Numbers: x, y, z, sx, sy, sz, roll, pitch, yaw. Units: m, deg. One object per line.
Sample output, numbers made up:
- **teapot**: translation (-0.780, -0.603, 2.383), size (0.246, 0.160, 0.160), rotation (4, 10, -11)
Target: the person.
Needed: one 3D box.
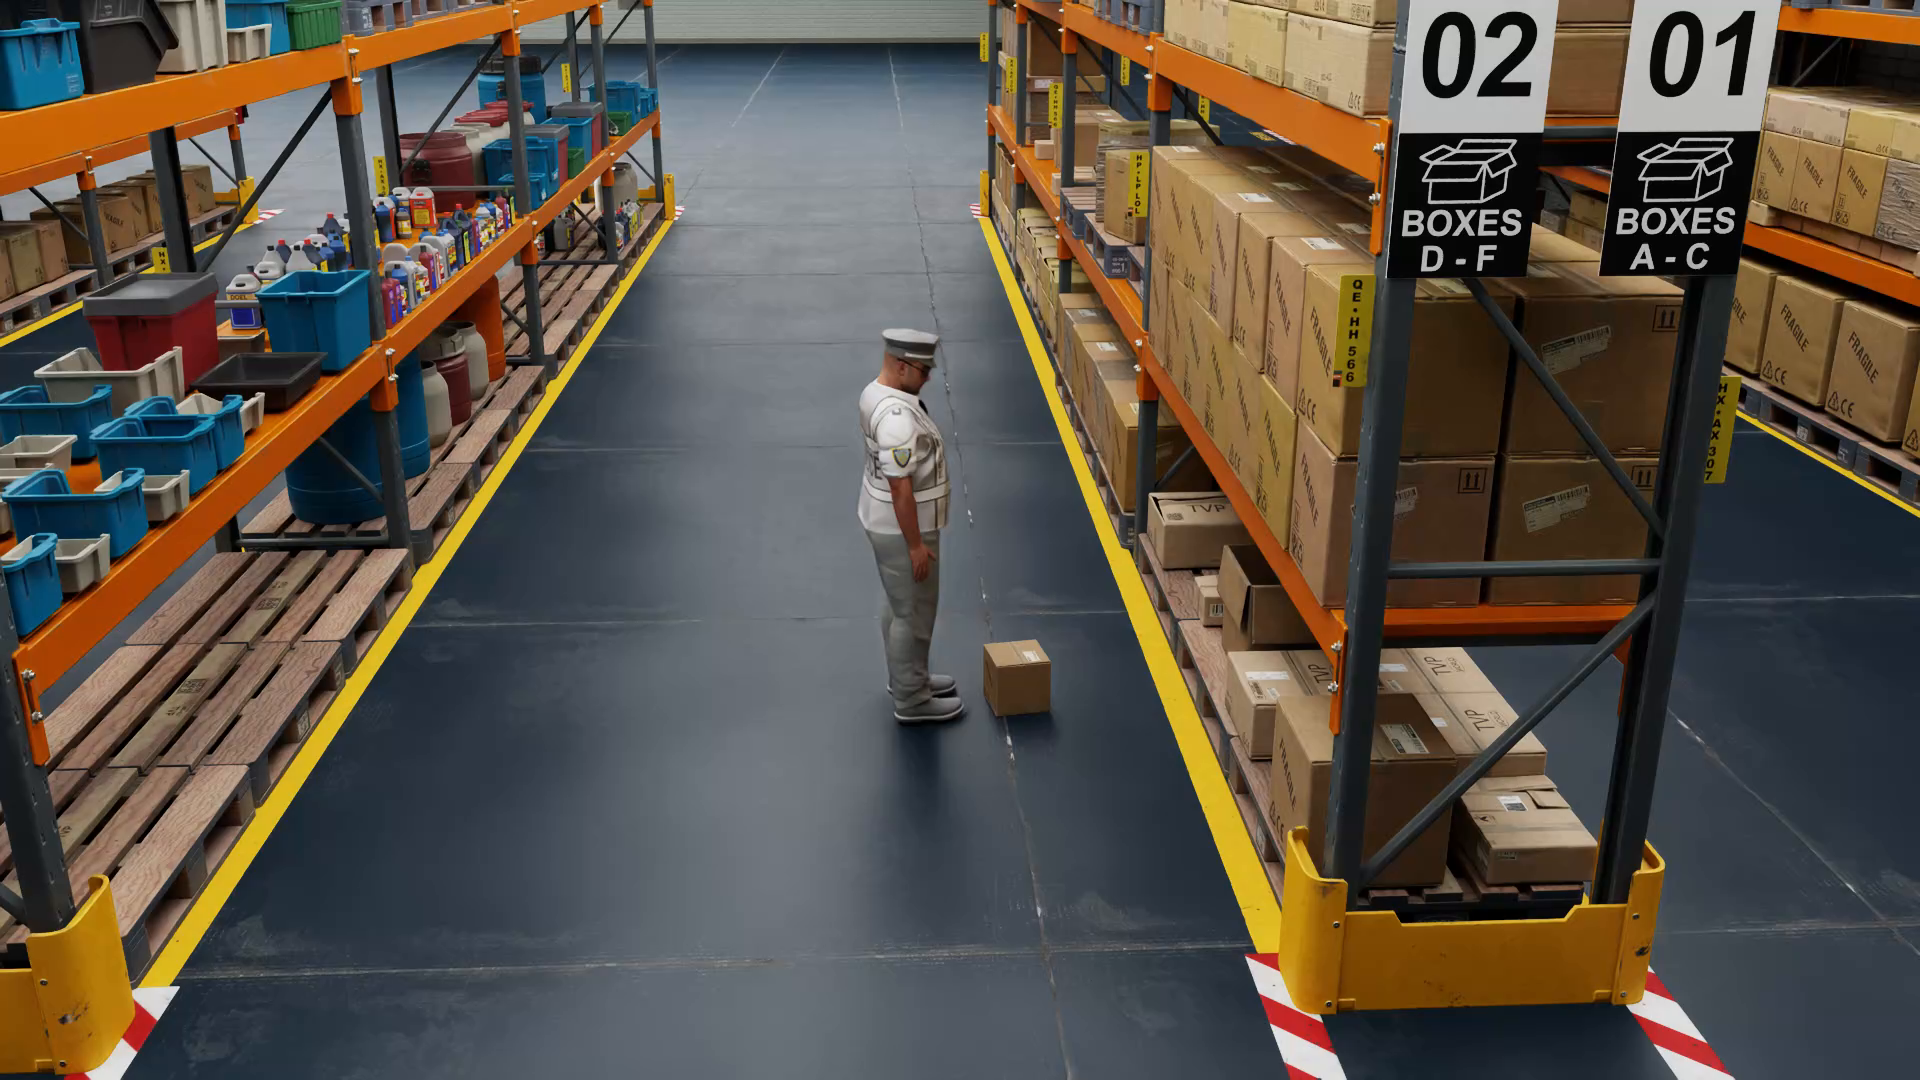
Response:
- **person**: translation (-0.200, -0.053, 7.179), size (0.457, 1.752, 0.546), rotation (-4, 21, -12)
